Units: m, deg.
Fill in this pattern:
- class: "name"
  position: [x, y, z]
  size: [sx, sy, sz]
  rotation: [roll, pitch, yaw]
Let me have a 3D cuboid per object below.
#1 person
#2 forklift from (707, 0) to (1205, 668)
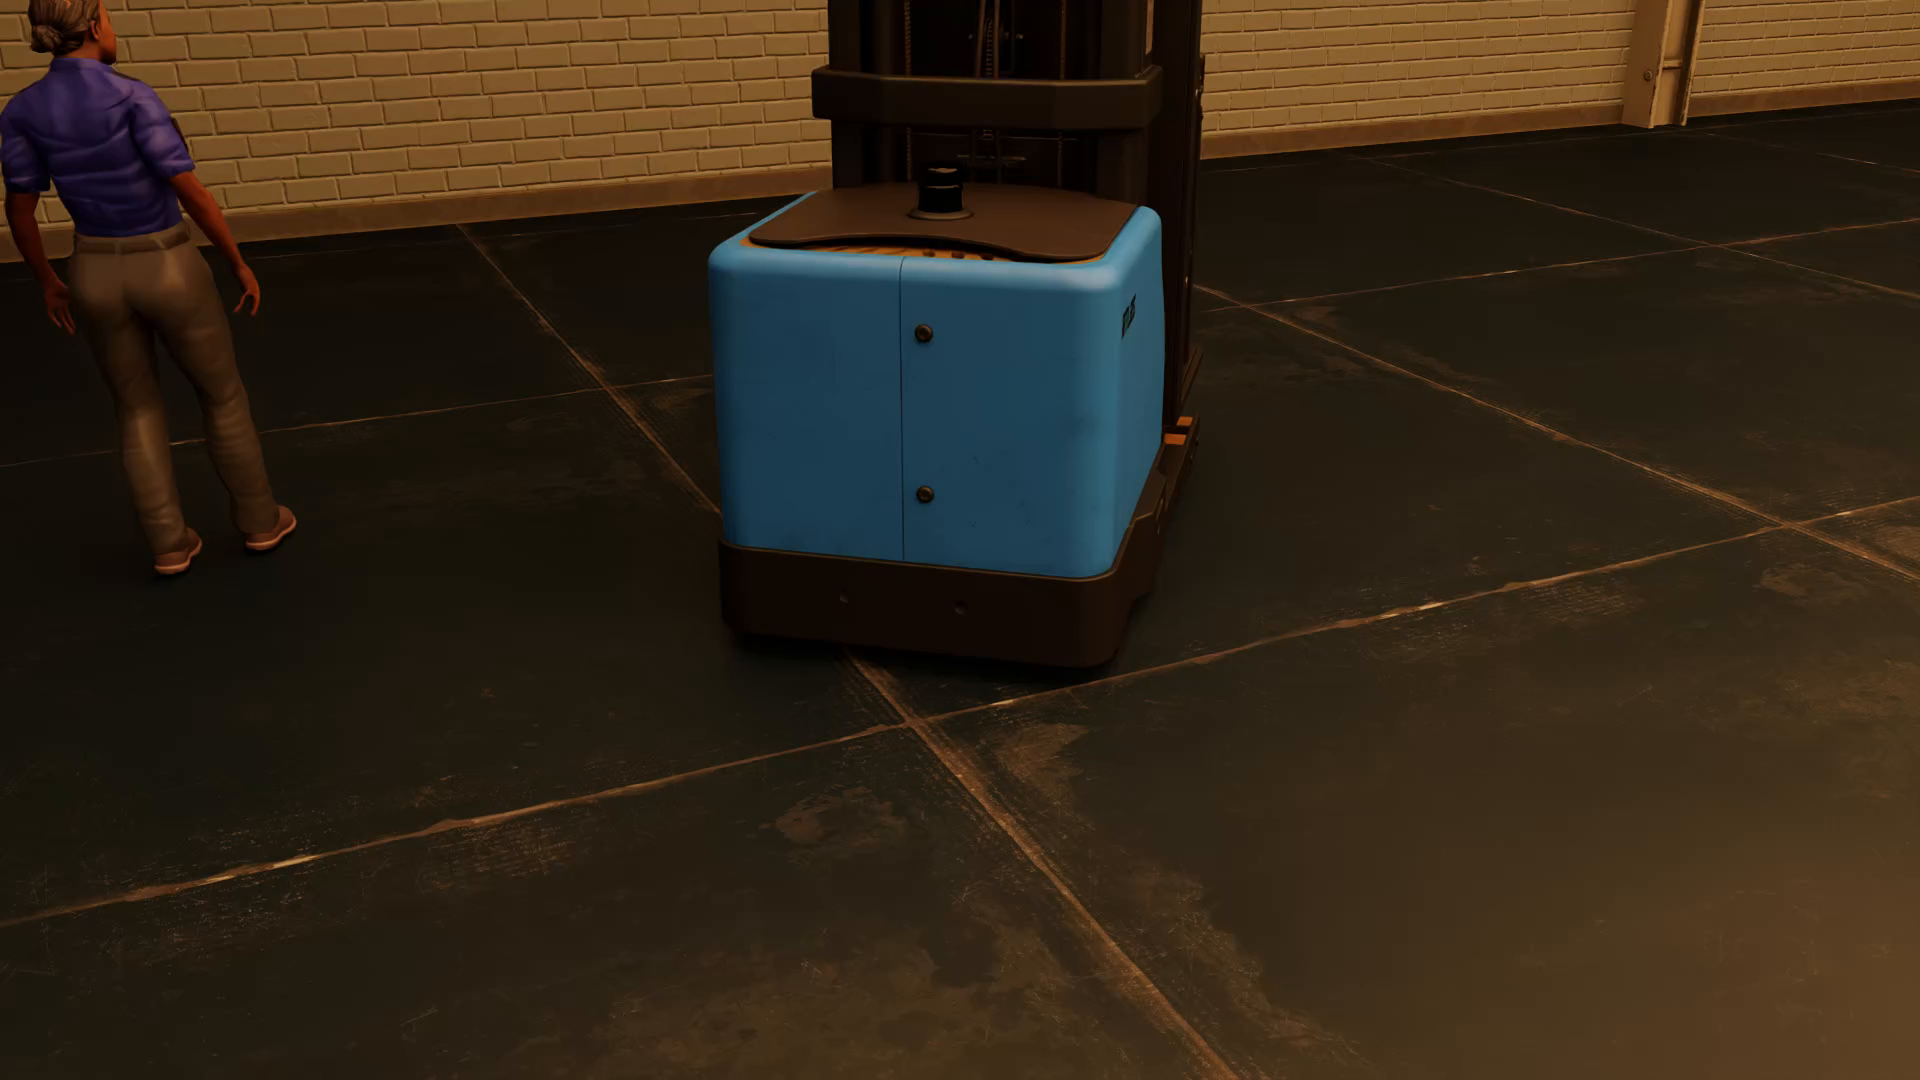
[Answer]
- class: "person"
  position: [-2.286, -0.733, 4.715]
  size: [0.611, 1.657, 0.477]
  rotation: [-2, 23, -4]
- class: "forklift"
  position: [0.212, -1.570, 5.066]
  size: [1.130, 2.935, 3.031]
  rotation: [5, 23, 13]
